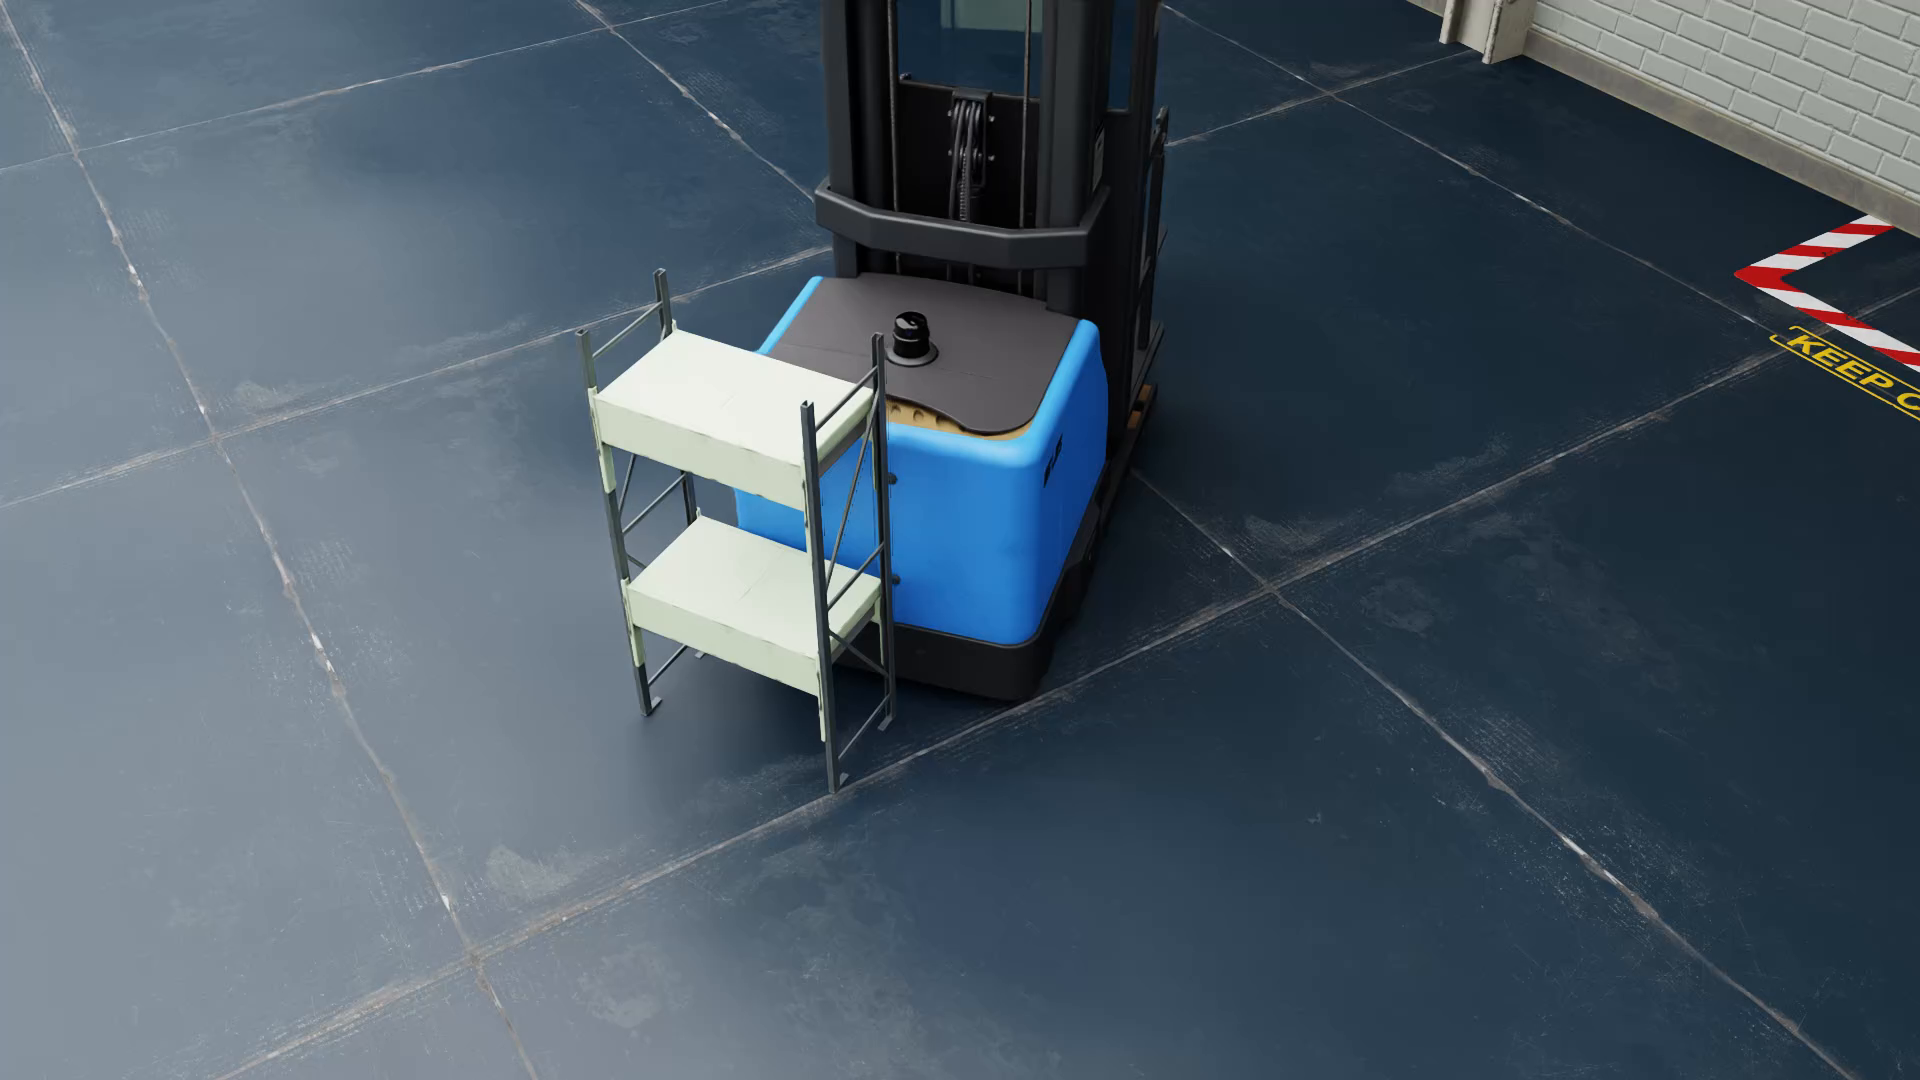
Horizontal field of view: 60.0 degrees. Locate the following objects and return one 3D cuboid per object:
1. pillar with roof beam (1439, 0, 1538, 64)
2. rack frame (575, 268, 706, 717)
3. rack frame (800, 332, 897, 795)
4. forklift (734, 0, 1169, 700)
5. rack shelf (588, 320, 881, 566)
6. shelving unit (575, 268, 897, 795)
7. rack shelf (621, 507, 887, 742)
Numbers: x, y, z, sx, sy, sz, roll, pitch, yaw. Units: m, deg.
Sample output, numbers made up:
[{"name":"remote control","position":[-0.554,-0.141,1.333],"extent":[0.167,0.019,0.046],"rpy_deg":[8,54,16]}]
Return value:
[{"name":"pillar with roof beam","position":[-0.582,-4.855,5.047],"extent":[9.100,9.000,0.400],"rpy_deg":[-22,45,-24]},{"name":"rack frame","position":[-0.961,-0.103,5.201],"extent":[0.023,1.500,0.400],"rpy_deg":[19,43,21]},{"name":"rack frame","position":[-0.314,0.117,4.938],"extent":[0.023,1.500,0.400],"rpy_deg":[19,43,21]},{"name":"forklift","position":[0.178,-1.548,5.818],"extent":[1.130,2.935,3.031],"rpy_deg":[11,41,13]},{"name":"rack shelf","position":[-0.638,-0.293,4.820],"extent":[0.720,0.370,0.431],"rpy_deg":[19,43,21]},{"name":"shelving unit","position":[-0.638,0.007,5.070],"extent":[0.755,1.500,0.431],"rpy_deg":[19,43,21]},{"name":"rack shelf","position":[-0.638,0.258,5.279],"extent":[0.720,0.370,0.431],"rpy_deg":[19,43,21]}]
